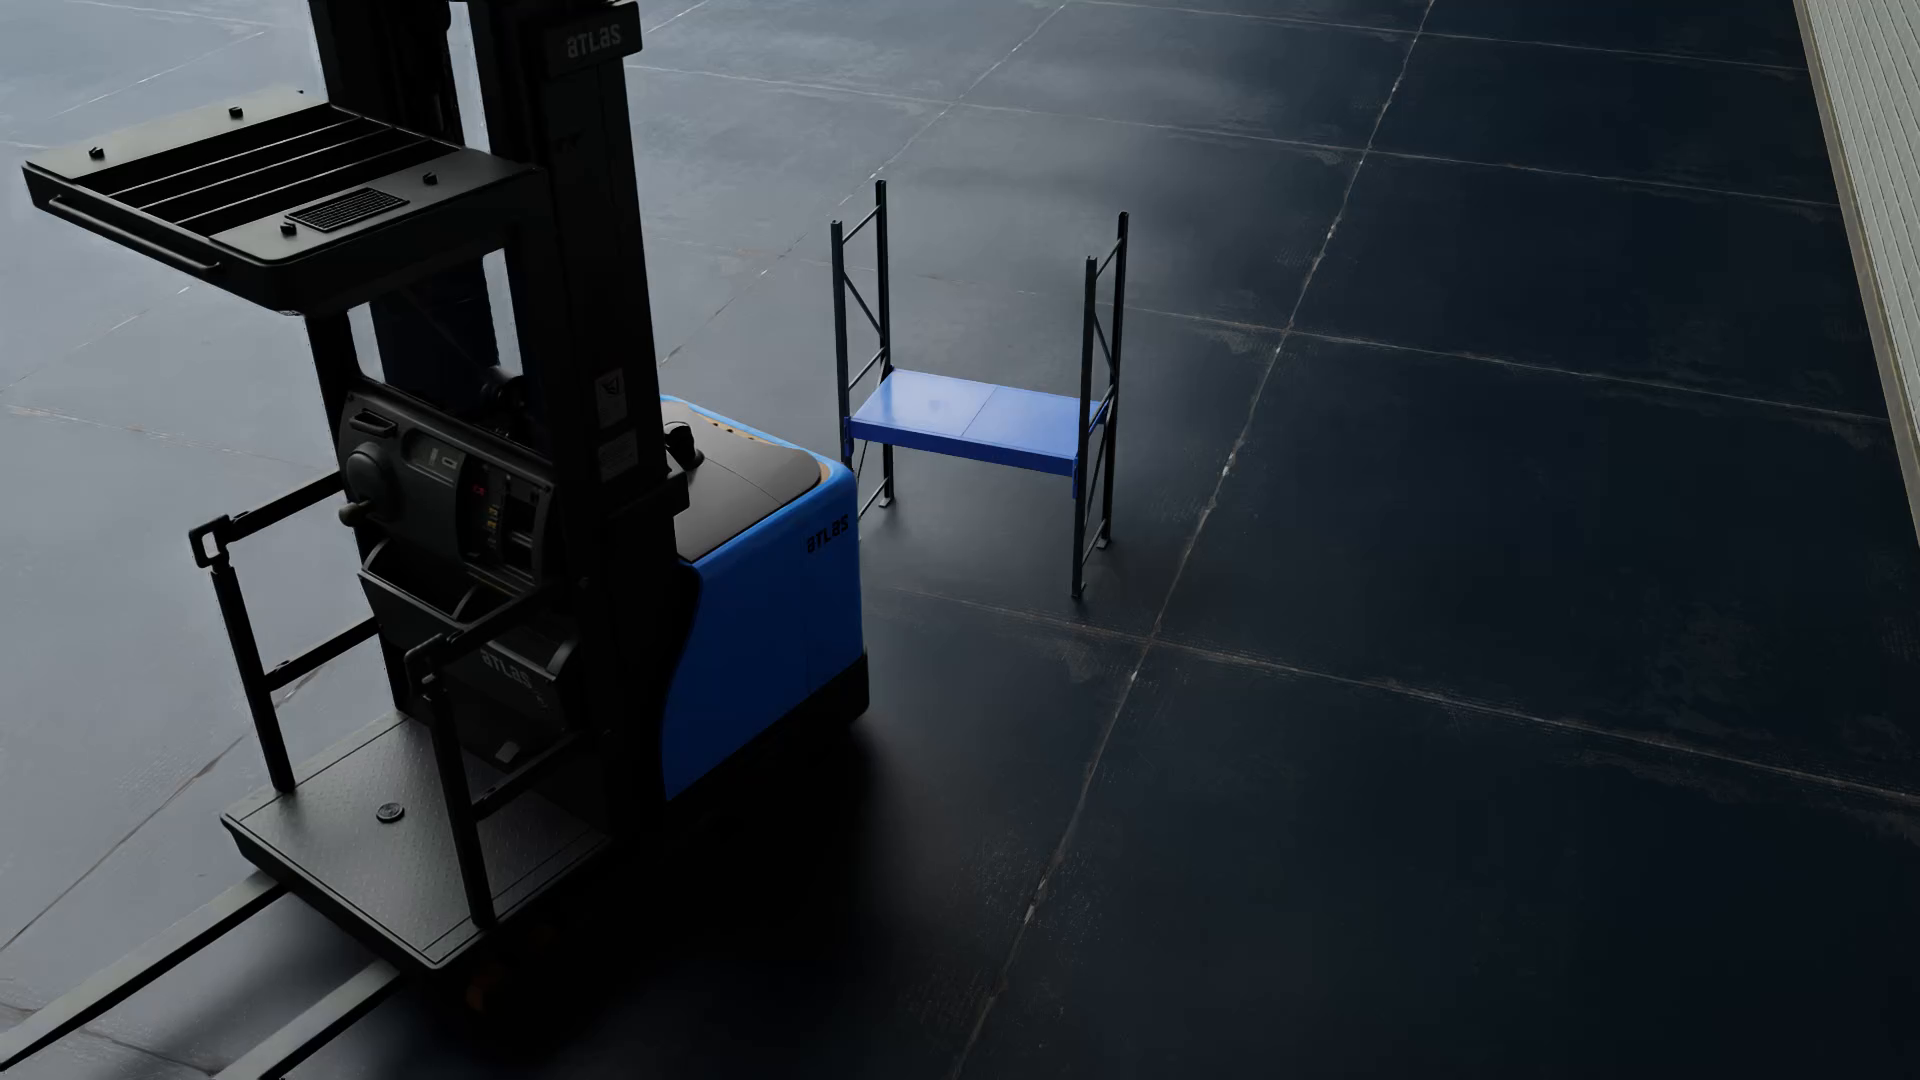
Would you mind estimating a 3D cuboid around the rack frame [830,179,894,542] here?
[{"bbox_3d":[-0.398,-0.708,6.963,0.032,1.500,0.500,11,34,16],"label":"rack frame"}]

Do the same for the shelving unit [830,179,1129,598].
[{"bbox_3d":[0.080,-0.614,6.819,1.048,1.500,0.538,11,34,16],"label":"shelving unit"}]

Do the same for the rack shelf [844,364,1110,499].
[{"bbox_3d":[0.080,-0.463,6.917,1.000,0.185,0.538,11,34,16],"label":"rack shelf"}]

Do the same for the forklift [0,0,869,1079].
[{"bbox_3d":[-1.627,-0.093,4.692,1.130,2.935,3.031,22,39,30],"label":"forklift"}]

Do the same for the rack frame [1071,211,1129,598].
[{"bbox_3d":[0.559,-0.521,6.675,0.032,1.500,0.500,11,34,16],"label":"rack frame"}]
